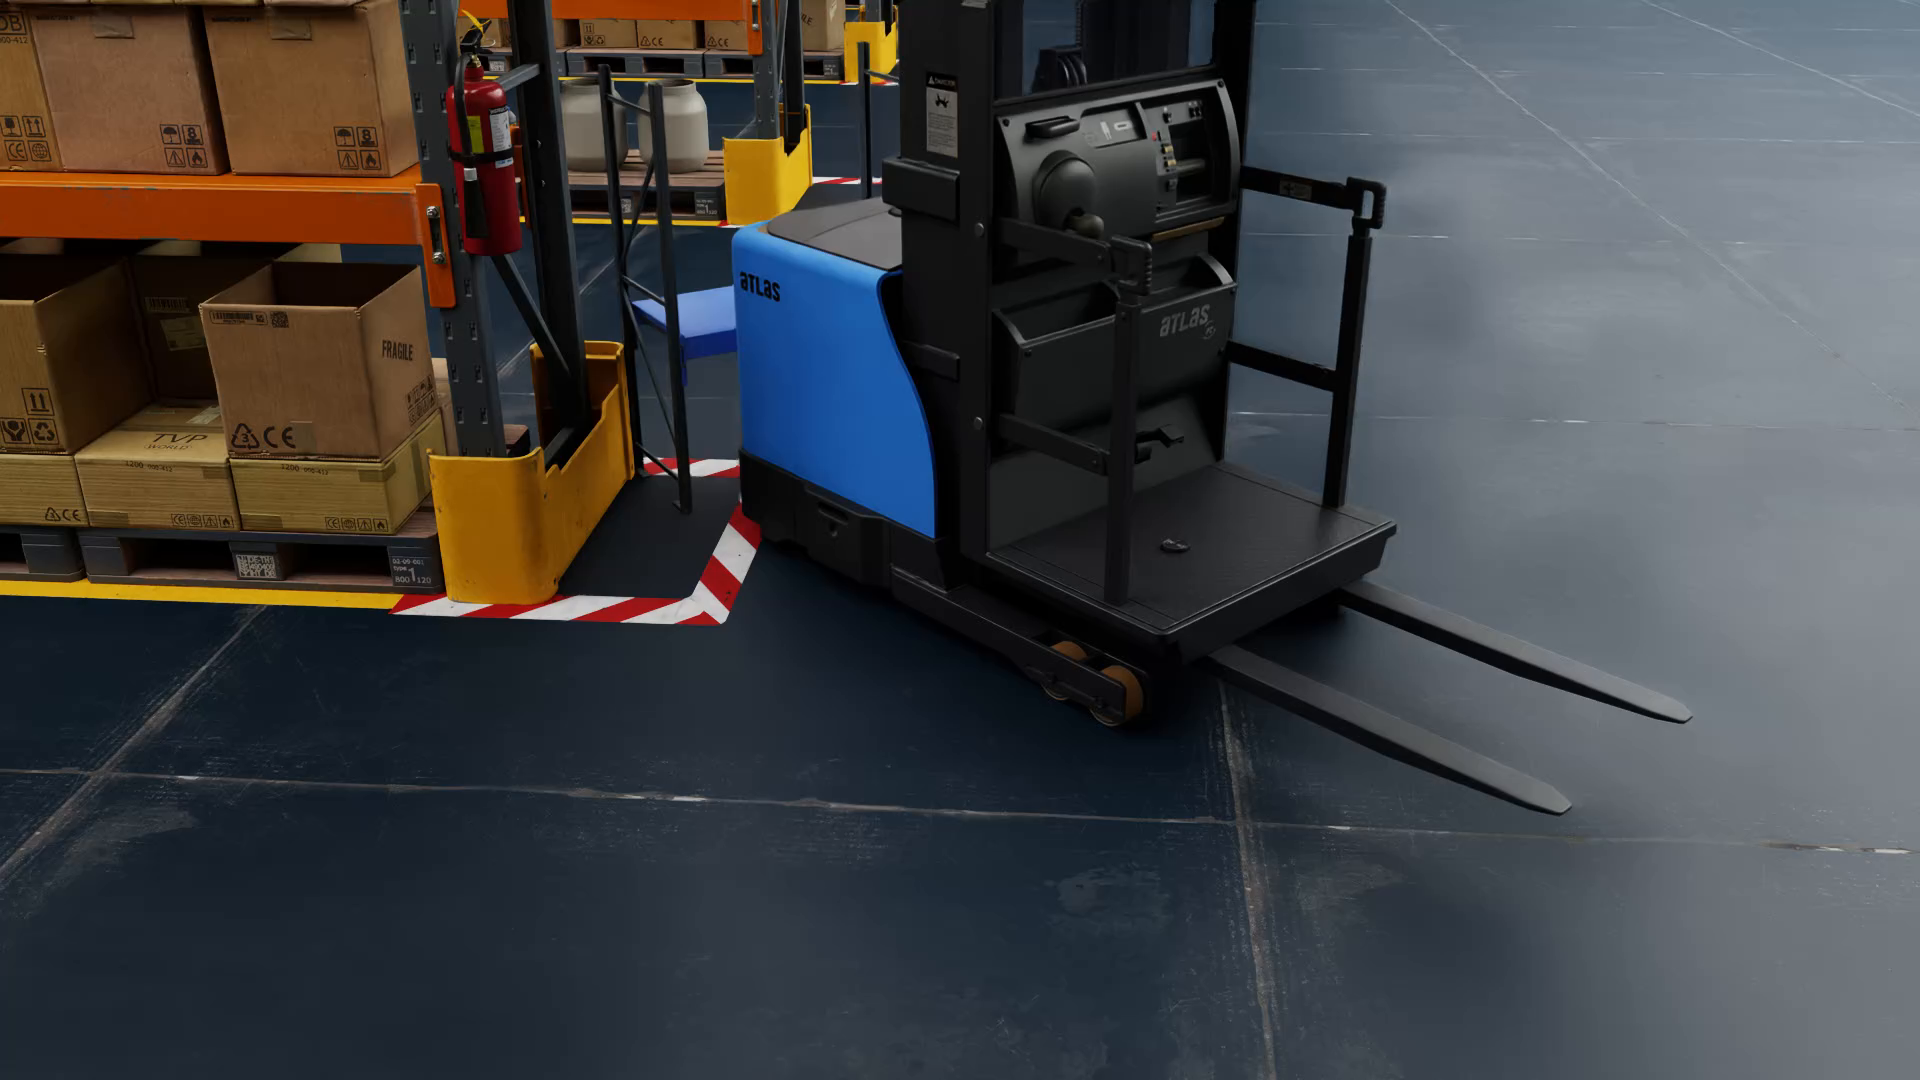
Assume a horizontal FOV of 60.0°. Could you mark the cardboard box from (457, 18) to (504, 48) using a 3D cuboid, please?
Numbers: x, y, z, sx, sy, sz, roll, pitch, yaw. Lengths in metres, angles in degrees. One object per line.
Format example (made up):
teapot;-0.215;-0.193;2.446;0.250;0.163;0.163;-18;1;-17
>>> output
cardboard box;-4.297;-4.685;14.830;0.500;0.500;0.500;1;25;2

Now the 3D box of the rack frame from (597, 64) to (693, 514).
rack frame;-1.102;-0.866;5.838;0.032;1.500;0.500;-15;28;-29

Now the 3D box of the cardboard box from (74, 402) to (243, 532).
cardboard box;-2.524;-0.249;5.490;0.500;0.250;0.500;2;25;4

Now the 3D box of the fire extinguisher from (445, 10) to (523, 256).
fire extinguisher;-1.385;-1.170;4.796;0.183;0.674;0.296;2;25;4

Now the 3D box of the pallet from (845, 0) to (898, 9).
pallet;-1.028;-6.321;19.235;1.213;0.211;1.003;2;25;4

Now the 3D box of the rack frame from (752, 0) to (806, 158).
rack frame;-1.084;-3.467;9.695;0.127;3.000;1.000;2;25;4

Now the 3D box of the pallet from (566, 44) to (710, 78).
pallet;-2.801;-4.347;14.946;1.213;0.211;1.003;2;25;4

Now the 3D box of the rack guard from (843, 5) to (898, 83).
rack guard;-0.781;-4.398;14.709;0.348;0.500;1.175;2;25;4

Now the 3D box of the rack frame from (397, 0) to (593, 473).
rack frame;-1.467;-1.402;5.209;0.127;3.000;1.000;2;25;4

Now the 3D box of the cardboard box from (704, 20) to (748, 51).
cardboard box;-1.925;-4.618;14.685;0.500;0.500;0.500;8;26;18

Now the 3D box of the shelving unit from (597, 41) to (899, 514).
shelving unit;-0.671;-0.979;6.083;1.048;1.500;0.538;-15;28;-29

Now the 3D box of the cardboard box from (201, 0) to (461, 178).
cardboard box;-1.931;-1.468;5.232;0.500;0.500;0.700;2;25;4

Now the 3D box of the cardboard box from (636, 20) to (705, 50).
cardboard box;-2.548;-4.646;14.746;0.500;0.500;0.500;4;25;9

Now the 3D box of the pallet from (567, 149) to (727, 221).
pallet;-1.973;-2.211;10.302;1.213;0.211;1.003;2;25;4

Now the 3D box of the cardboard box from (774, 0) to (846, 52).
cardboard box;-1.326;-4.613;14.675;0.500;0.500;0.500;6;25;14

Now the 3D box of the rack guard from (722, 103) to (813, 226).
rack guard;-1.163;-2.314;10.180;0.348;0.500;1.175;2;25;4

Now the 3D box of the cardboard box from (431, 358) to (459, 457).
cardboard box;-1.985;-0.454;5.935;0.500;0.250;0.500;2;25;4

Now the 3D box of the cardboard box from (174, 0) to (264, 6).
cardboard box;-2.124;-1.683;4.923;0.250;0.149;0.380;2;25;5

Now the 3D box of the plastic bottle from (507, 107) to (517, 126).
plastic bottle;-2.868;-2.615;10.582;0.097;0.271;0.097;0;25;0

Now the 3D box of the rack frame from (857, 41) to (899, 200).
rack frame;-0.240;-1.091;6.327;0.032;1.500;0.500;-15;28;-29

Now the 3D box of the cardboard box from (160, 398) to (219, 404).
cardboard box;-2.483;-0.468;5.966;0.500;0.250;0.500;2;25;4

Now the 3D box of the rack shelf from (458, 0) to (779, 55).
rack shelf;-3.078;-3.204;9.985;4.000;0.370;1.077;2;25;4

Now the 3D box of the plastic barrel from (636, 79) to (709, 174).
plastic barrel;-1.746;-2.516;10.104;0.421;0.512;0.421;0;25;0

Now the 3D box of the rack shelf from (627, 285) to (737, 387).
rack shelf;-0.671;-0.815;6.158;1.000;0.185;0.538;-15;28;-29

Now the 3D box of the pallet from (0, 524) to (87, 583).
pallet;-3.446;-0.183;5.894;1.213;0.211;1.003;2;25;4

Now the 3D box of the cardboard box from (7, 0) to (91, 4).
cardboard box;-2.629;-1.700;4.961;0.250;0.149;0.380;2;25;5

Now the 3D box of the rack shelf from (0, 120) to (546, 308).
rack shelf;-3.461;-1.139;5.498;4.000;0.370;1.077;2;25;4

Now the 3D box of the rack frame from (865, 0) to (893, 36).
rack frame;-0.705;-5.531;14.182;0.127;3.000;1.000;2;25;4

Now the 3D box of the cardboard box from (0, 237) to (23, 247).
cardboard box;-3.480;-0.844;5.885;0.500;0.500;0.500;2;25;4

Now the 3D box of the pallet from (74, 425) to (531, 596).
pallet;-2.233;-0.143;5.807;1.213;0.211;1.003;2;25;4

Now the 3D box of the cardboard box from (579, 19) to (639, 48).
cardboard box;-3.101;-4.682;14.825;0.500;0.500;0.500;0;25;-1

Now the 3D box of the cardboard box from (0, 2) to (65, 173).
cardboard box;-2.950;-1.501;5.304;0.500;0.500;0.700;2;25;4

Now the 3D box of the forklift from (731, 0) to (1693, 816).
forklift;0.607;-1.055;4.537;1.130;2.935;3.031;-21;32;-38

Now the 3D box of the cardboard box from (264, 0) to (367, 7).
cardboard box;-1.862;-1.675;4.906;0.250;0.149;0.380;1;25;3

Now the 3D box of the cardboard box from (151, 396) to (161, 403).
cardboard box;-2.982;-0.484;6.001;0.500;0.250;0.500;2;25;4

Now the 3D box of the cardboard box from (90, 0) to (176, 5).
cardboard box;-2.379;-1.691;4.941;0.250;0.149;0.380;1;25;3

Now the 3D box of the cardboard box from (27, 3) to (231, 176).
cardboard box;-2.455;-1.483;5.264;0.500;0.500;0.700;2;25;5

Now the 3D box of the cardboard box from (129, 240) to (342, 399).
cardboard box;-2.483;-0.810;5.811;0.500;0.500;0.500;2;25;4

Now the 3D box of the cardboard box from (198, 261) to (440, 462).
cardboard box;-2.024;-0.578;5.307;0.500;0.500;0.500;2;25;4

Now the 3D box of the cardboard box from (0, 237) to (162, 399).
cardboard box;-2.983;-0.820;5.834;0.500;0.500;0.500;2;25;4

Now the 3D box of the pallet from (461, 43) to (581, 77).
pallet;-4.021;-4.385;15.028;1.213;0.211;1.003;2;25;4

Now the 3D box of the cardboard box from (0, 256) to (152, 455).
cardboard box;-3.023;-0.604;5.363;0.500;0.500;0.500;2;25;4

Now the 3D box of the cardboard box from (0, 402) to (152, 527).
cardboard box;-3.022;-0.264;5.523;0.500;0.250;0.500;2;25;4

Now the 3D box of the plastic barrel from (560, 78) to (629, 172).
plastic barrel;-2.246;-2.532;10.139;0.421;0.512;0.421;0;25;0

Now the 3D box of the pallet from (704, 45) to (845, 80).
pallet;-1.588;-4.307;14.858;1.213;0.211;1.003;2;25;4

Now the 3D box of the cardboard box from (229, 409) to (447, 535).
cardboard box;-2.024;-0.238;5.466;0.500;0.250;0.500;2;25;4

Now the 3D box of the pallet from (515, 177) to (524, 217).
pallet;-3.186;-2.251;10.389;1.213;0.211;1.003;2;25;4

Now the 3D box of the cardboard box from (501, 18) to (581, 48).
cardboard box;-3.726;-4.669;14.797;0.500;0.500;0.500;10;27;21

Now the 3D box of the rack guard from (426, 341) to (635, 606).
rack guard;-1.443;-0.266;5.730;0.348;0.500;1.175;2;25;4
